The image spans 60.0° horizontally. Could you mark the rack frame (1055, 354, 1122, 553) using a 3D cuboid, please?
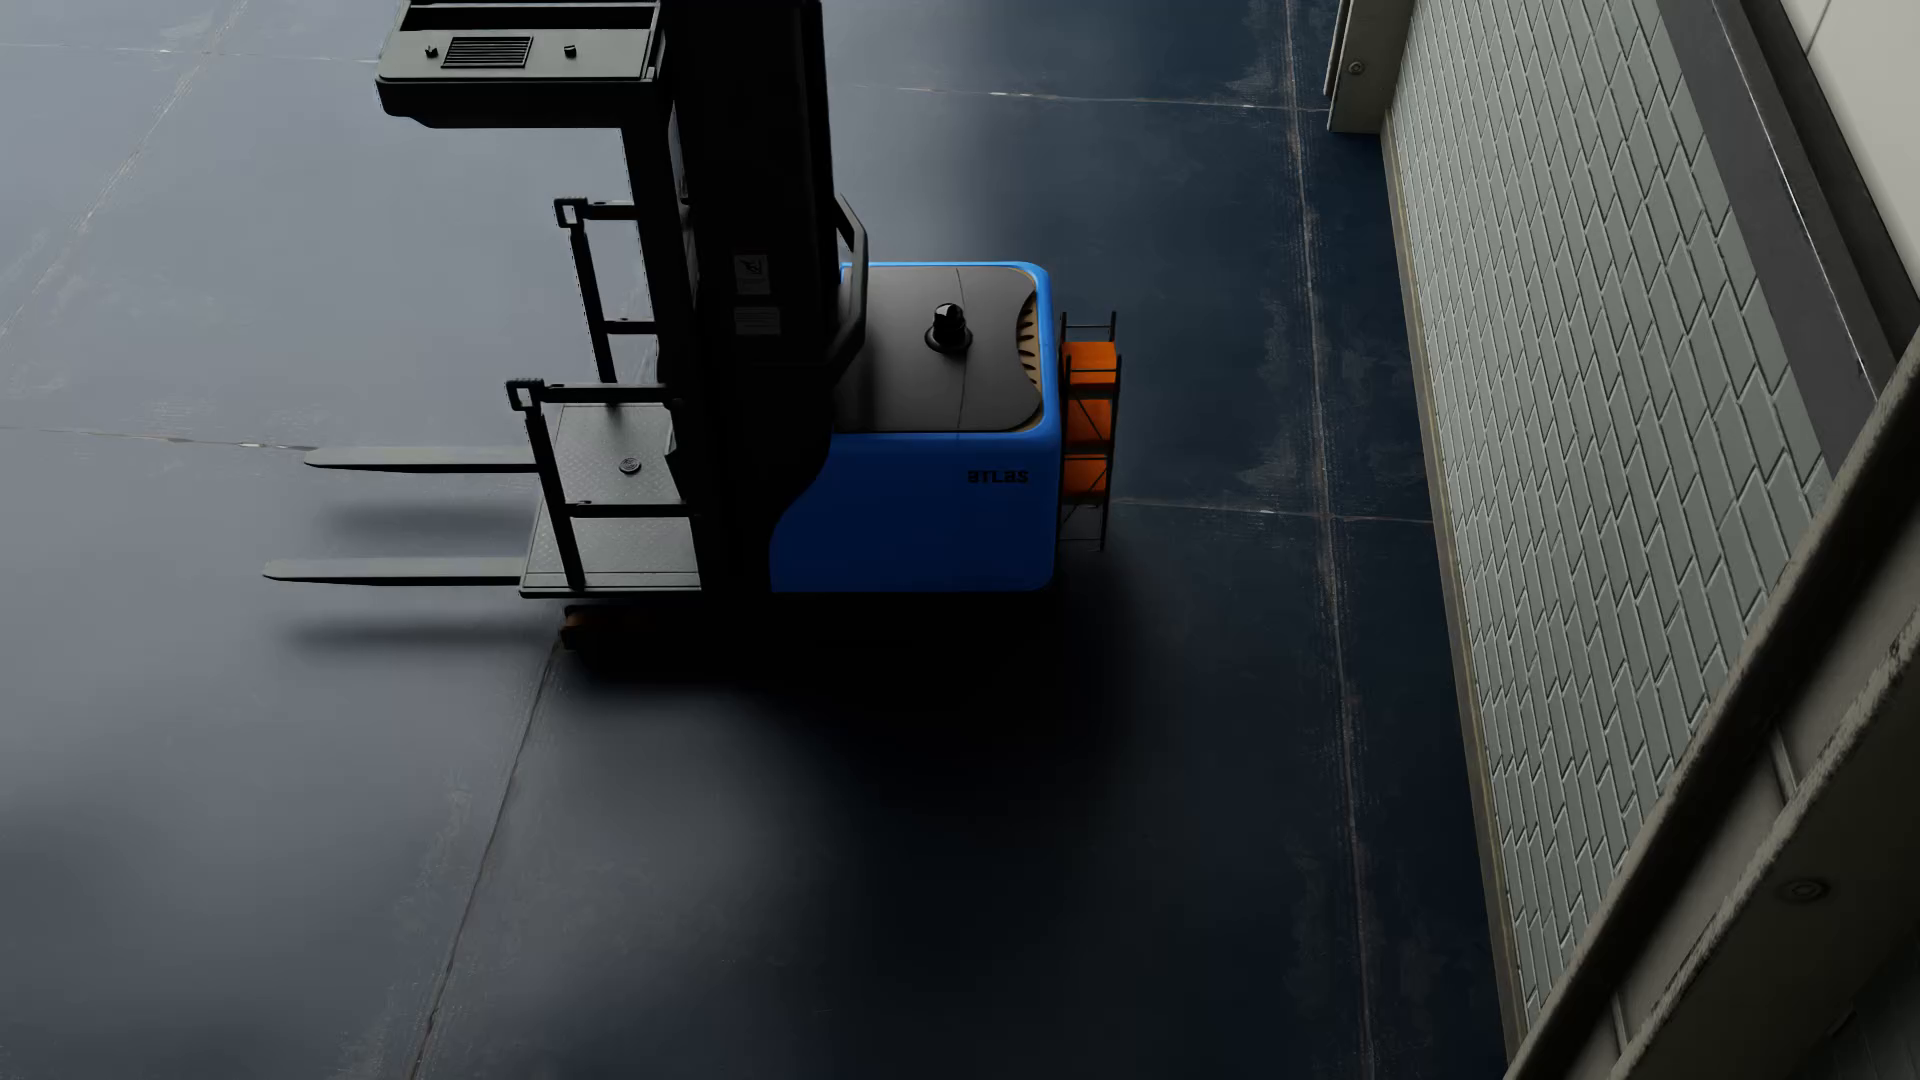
[{"bbox_3d":[0.482,-0.307,6.346,0.200,1.050,0.008,-1,48,-1],"label":"rack frame"}]

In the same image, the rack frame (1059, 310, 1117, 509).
[{"bbox_3d":[0.477,-0.487,6.510,0.200,1.050,0.008,-1,48,-1],"label":"rack frame"}]

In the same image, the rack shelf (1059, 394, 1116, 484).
[{"bbox_3d":[0.479,-0.390,6.436,0.215,0.259,0.240,-1,48,-1],"label":"rack shelf"}]

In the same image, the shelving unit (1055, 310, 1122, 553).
[{"bbox_3d":[0.479,-0.397,6.428,0.215,1.050,0.252,-1,48,-1],"label":"shelving unit"}]

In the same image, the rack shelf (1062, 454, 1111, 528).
[{"bbox_3d":[0.479,-0.203,6.641,0.215,0.259,0.240,-1,48,-1],"label":"rack shelf"}]

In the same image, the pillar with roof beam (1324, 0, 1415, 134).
[{"bbox_3d":[-2.182,-5.611,5.810,9.100,9.000,0.400,4,48,4],"label":"pillar with roof beam"}]

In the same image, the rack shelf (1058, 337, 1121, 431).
[{"bbox_3d":[0.479,-0.582,6.226,0.215,0.259,0.240,-1,48,-1],"label":"rack shelf"}]

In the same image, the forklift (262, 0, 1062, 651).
[{"bbox_3d":[-1.155,-0.958,5.666,3.031,2.935,1.130,0,48,0],"label":"forklift"}]
